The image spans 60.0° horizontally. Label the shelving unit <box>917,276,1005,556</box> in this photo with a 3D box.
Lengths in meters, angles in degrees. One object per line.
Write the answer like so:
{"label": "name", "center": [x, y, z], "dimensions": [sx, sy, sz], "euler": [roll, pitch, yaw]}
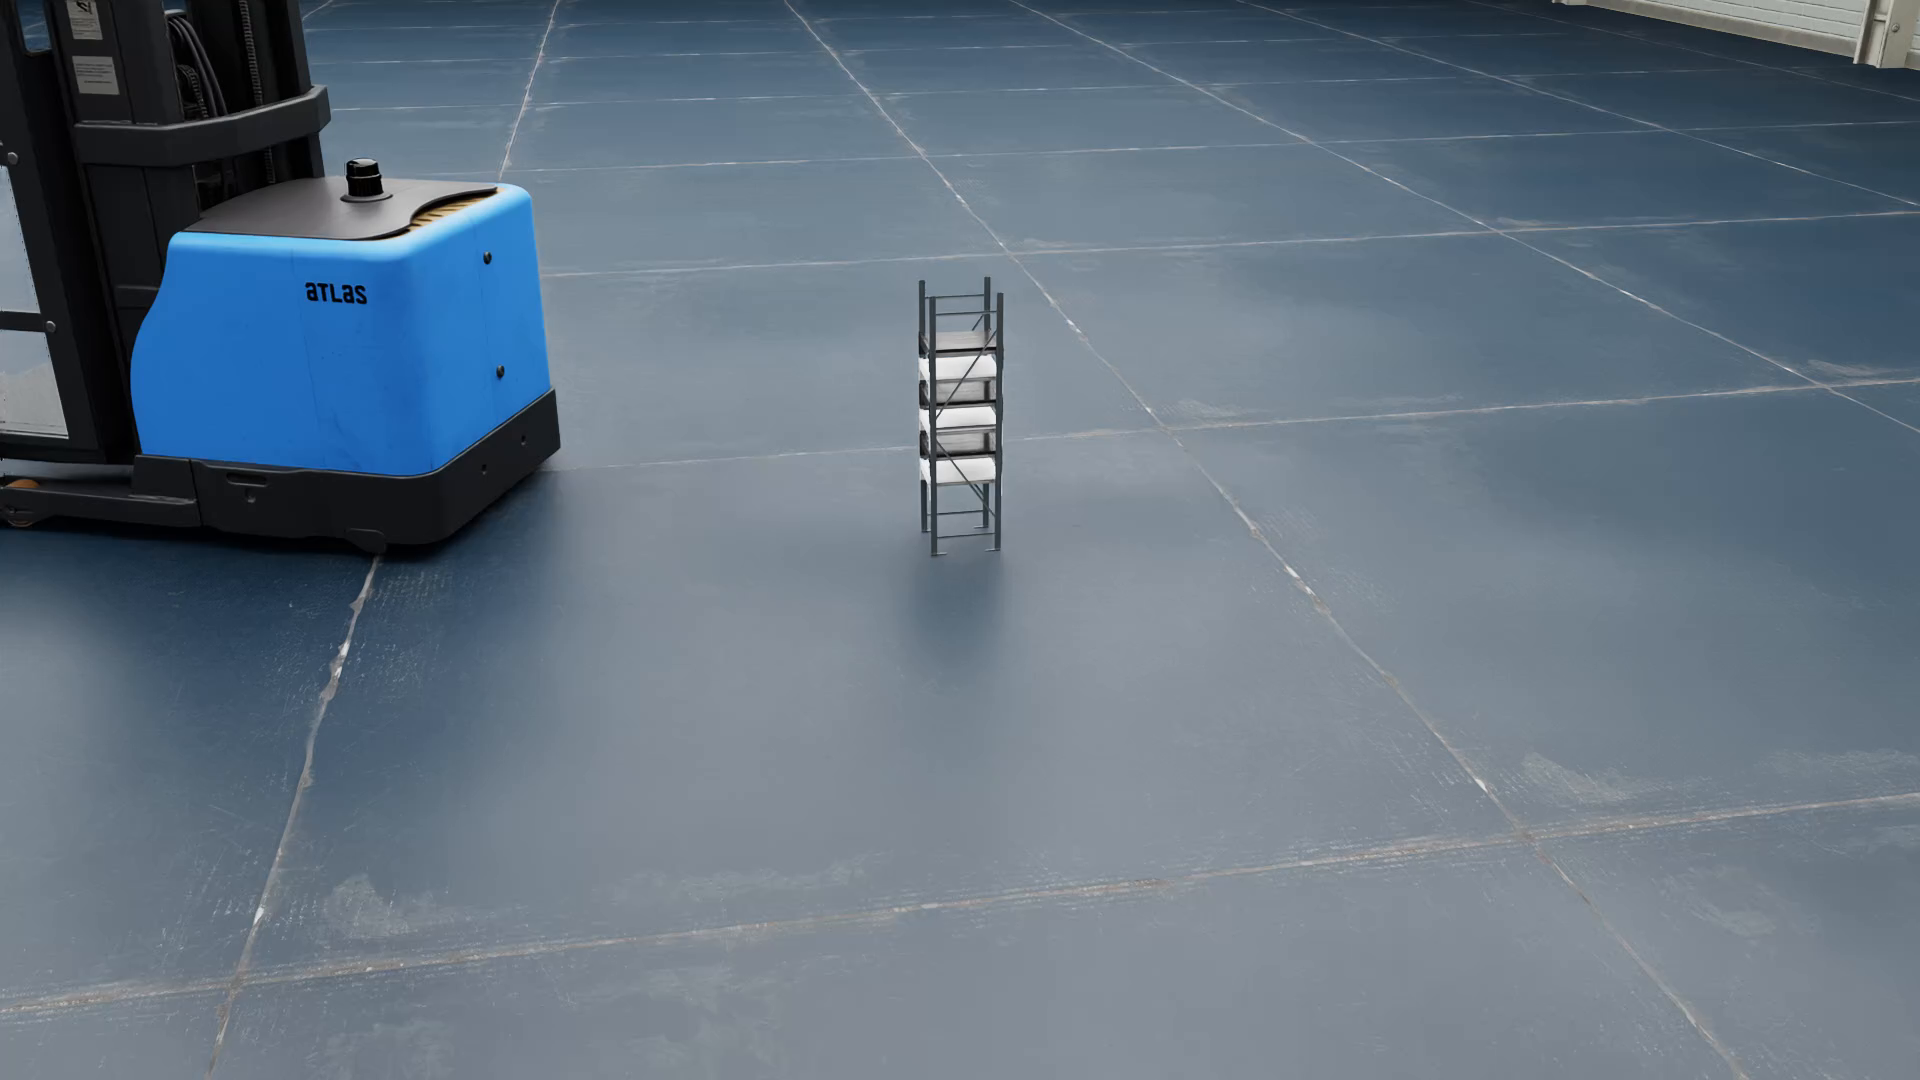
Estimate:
{"label": "shelving unit", "center": [0.001, -0.409, 5.563], "dimensions": [0.258, 0.900, 0.210], "euler": [-4, 24, -10]}

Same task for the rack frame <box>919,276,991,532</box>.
{"label": "rack frame", "center": [-0.017, -0.449, 5.654], "dimensions": [0.240, 0.900, 0.006], "euler": [-4, 24, -10]}

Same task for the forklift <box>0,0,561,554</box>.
{"label": "forklift", "center": [-3.104, -1.588, 5.723], "dimensions": [3.031, 2.935, 1.130], "euler": [5, 24, 11]}

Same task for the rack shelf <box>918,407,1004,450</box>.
{"label": "rack shelf", "center": [0.001, -0.379, 5.576], "dimensions": [0.258, 0.077, 0.200], "euler": [-4, 24, -10]}

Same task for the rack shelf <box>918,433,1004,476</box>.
{"label": "rack shelf", "center": [0.001, -0.296, 5.612], "dimensions": [0.258, 0.077, 0.200], "euler": [-4, 24, -10]}

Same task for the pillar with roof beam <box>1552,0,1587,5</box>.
{"label": "pillar with roof beam", "center": [3.846, -10.908, 19.482], "dimensions": [9.100, 9.000, 0.400], "euler": [-4, 24, -10]}

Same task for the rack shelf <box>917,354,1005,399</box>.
{"label": "rack shelf", "center": [0.001, -0.544, 5.504], "dimensions": [0.258, 0.077, 0.200], "euler": [-4, 24, -10]}

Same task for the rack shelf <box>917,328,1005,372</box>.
{"label": "rack shelf", "center": [0.001, -0.626, 5.468], "dimensions": [0.258, 0.077, 0.200], "euler": [-4, 24, -10]}

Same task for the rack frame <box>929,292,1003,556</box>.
{"label": "rack frame", "center": [0.020, -0.369, 5.471], "dimensions": [0.240, 0.900, 0.006], "euler": [-4, 24, -10]}

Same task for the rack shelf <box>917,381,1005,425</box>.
{"label": "rack shelf", "center": [0.001, -0.461, 5.540], "dimensions": [0.258, 0.077, 0.200], "euler": [-4, 24, -10]}

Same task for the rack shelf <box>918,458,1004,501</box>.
{"label": "rack shelf", "center": [0.001, -0.214, 5.648], "dimensions": [0.258, 0.077, 0.200], "euler": [-4, 24, -10]}

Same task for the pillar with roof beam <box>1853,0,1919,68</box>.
{"label": "pillar with roof beam", "center": [4.955, -8.548, 14.079], "dimensions": [9.100, 9.000, 0.400], "euler": [-4, 24, -10]}
